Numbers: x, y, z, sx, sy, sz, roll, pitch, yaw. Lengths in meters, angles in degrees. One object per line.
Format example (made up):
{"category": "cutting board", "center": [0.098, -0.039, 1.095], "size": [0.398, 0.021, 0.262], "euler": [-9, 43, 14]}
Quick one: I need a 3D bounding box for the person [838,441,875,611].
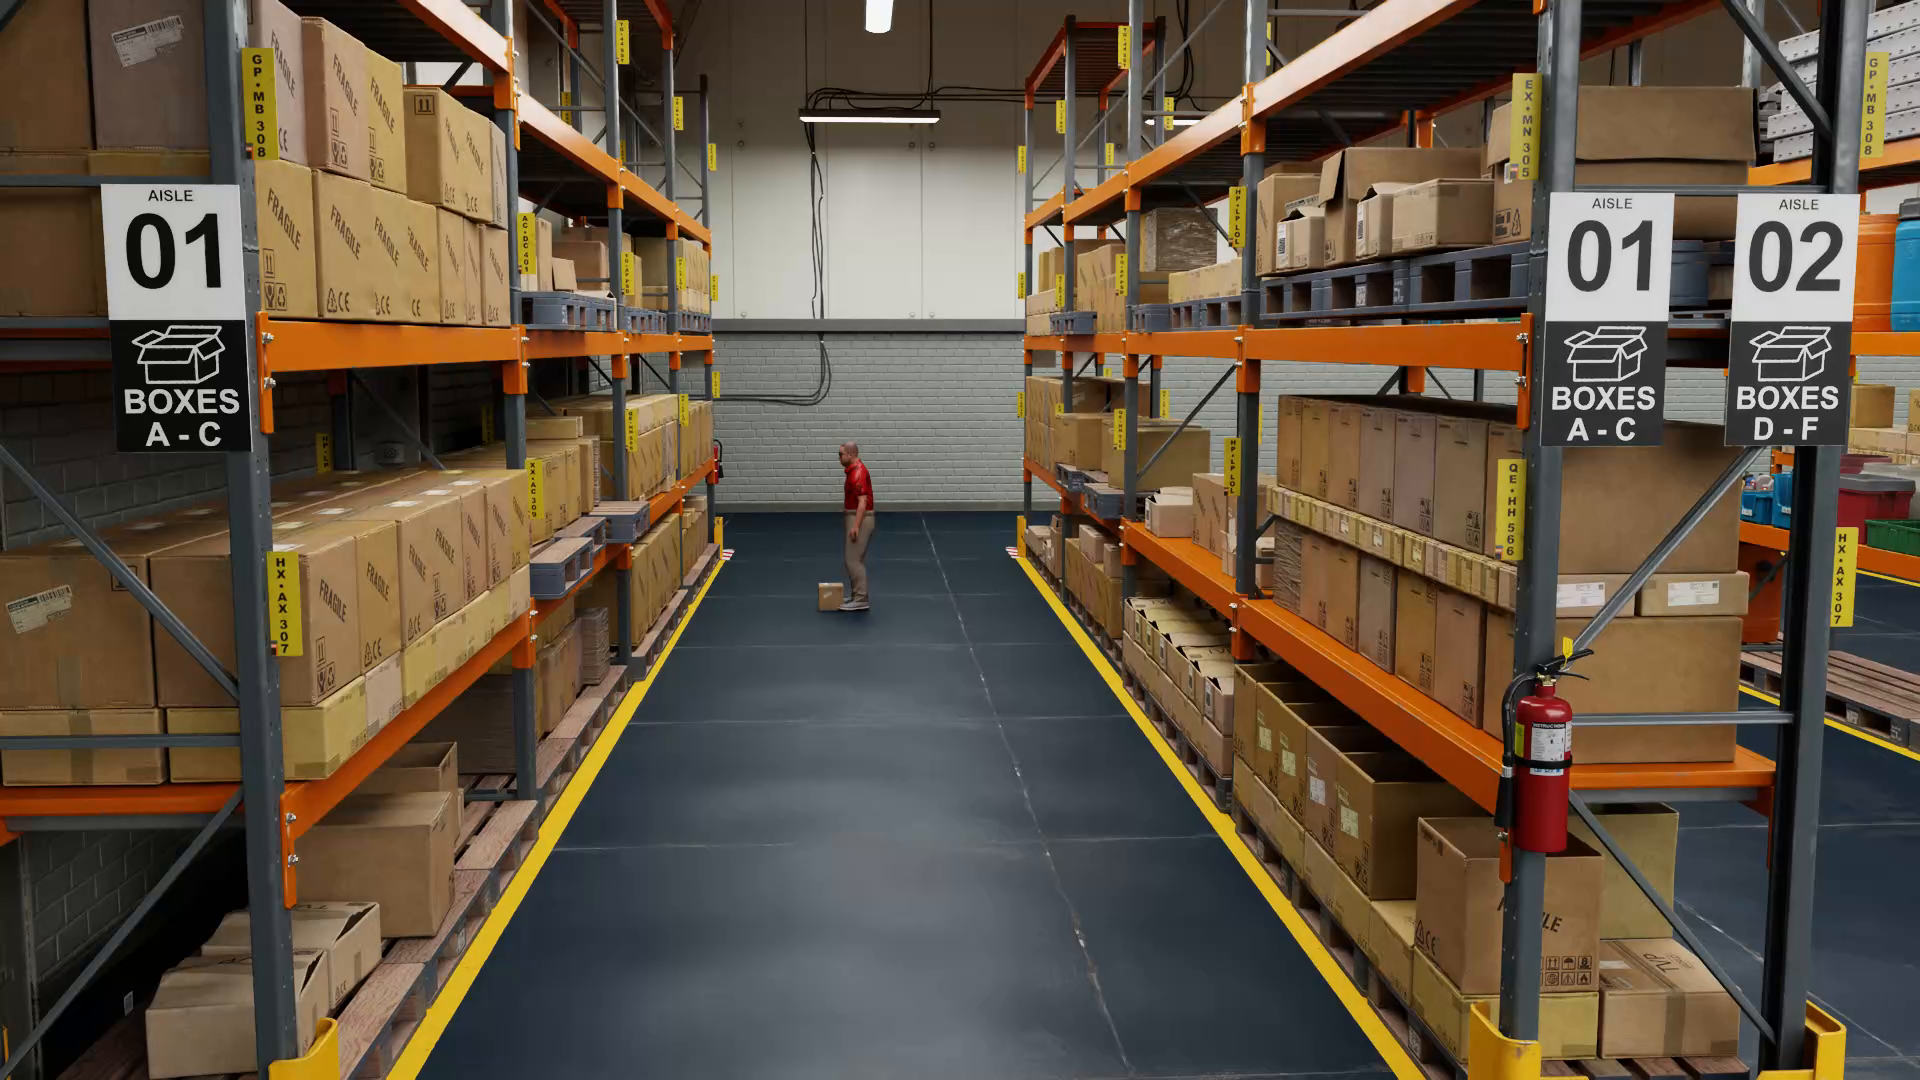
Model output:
{"category": "person", "center": [-1.076, -0.153, 17.082], "size": [0.392, 1.726, 0.606], "euler": [-1, 7, -7]}
